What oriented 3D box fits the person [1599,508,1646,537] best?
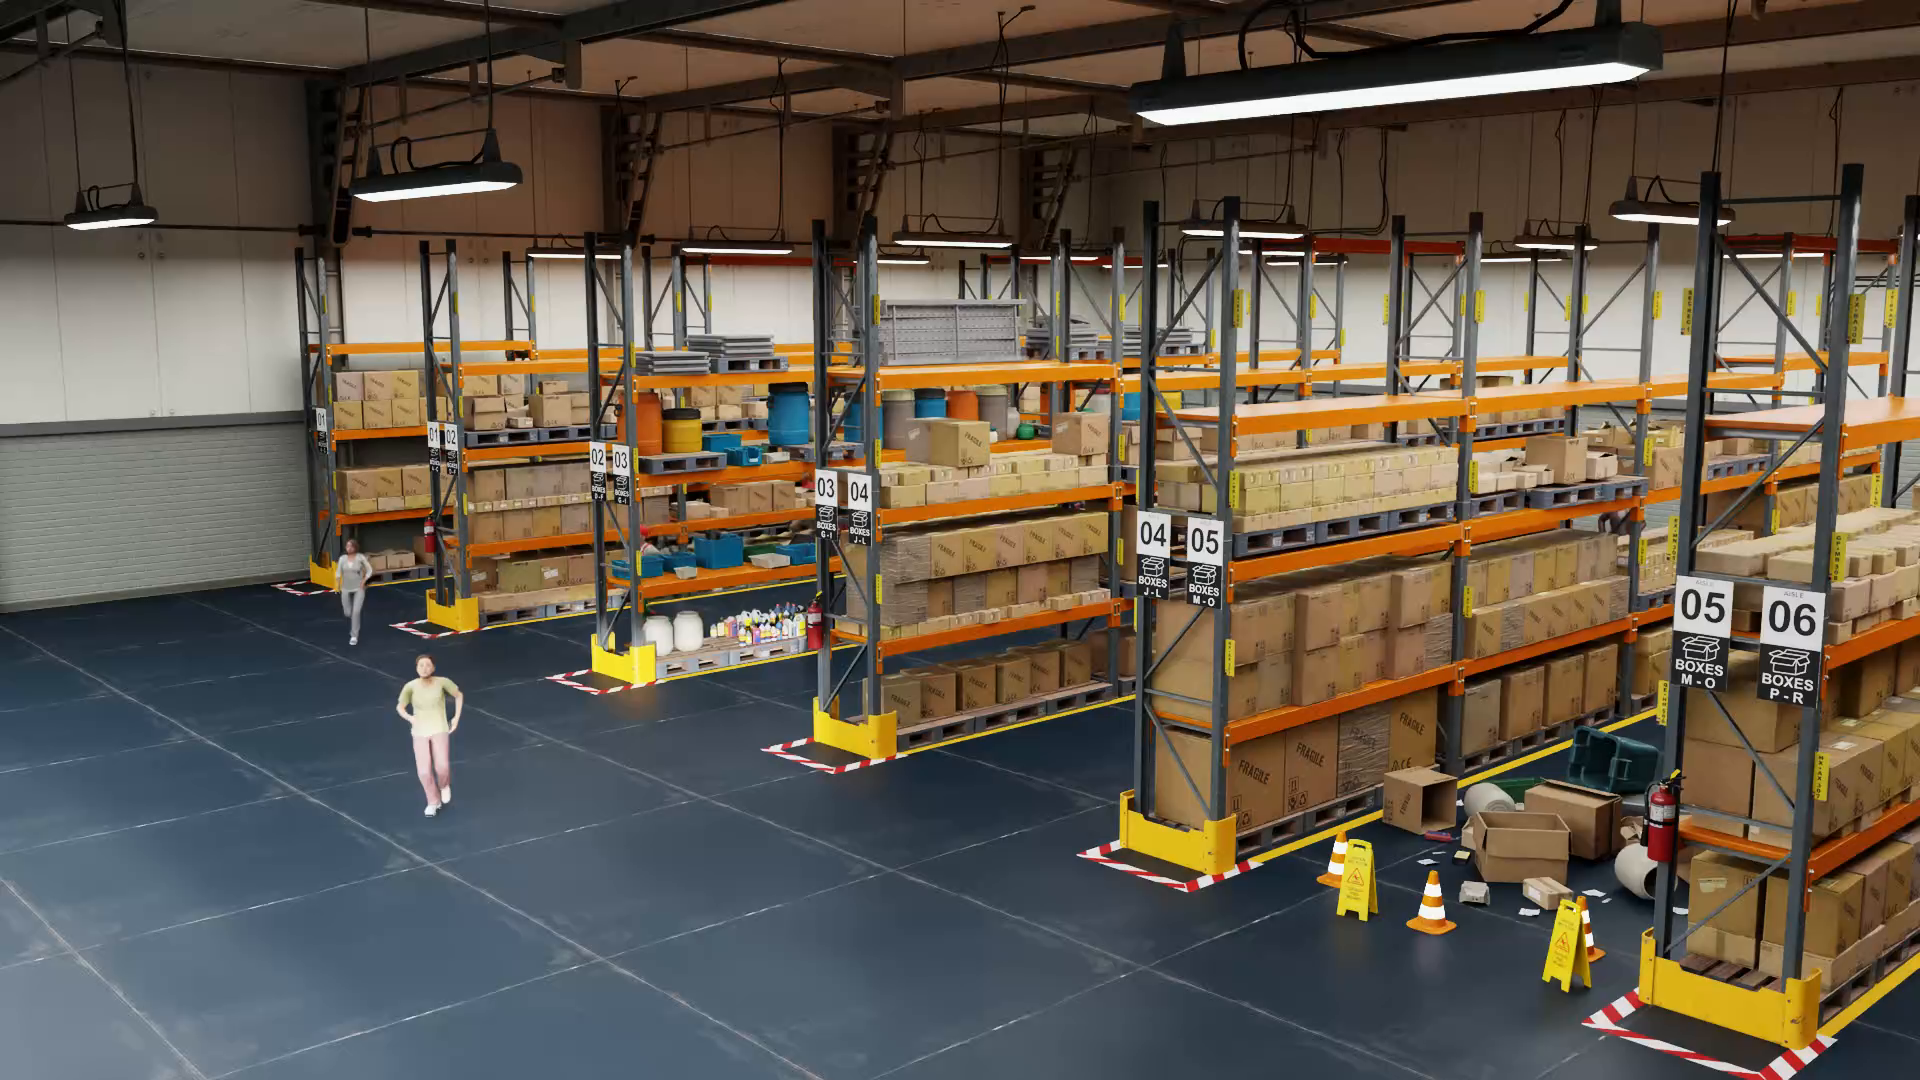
[{"bbox_3d":[11.426,0.083,28.728,0.773,1.814,0.892,3,9,20],"label":"person"}]

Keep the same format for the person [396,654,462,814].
[{"bbox_3d":[-5.275,1.941,16.556,0.627,1.640,0.525,-2,9,-13],"label":"person"}]

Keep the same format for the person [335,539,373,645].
[{"bbox_3d":[-9.076,0.759,24.923,0.536,1.564,0.649,-1,8,-9],"label":"person"}]

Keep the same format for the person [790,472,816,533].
[{"bbox_3d":[-2.990,-0.537,33.308,0.818,1.789,0.636,-7,11,-41],"label":"person"}]

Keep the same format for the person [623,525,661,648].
[{"bbox_3d":[-4.685,0.666,24.755,0.686,1.792,0.839,8,12,44],"label":"person"}]
